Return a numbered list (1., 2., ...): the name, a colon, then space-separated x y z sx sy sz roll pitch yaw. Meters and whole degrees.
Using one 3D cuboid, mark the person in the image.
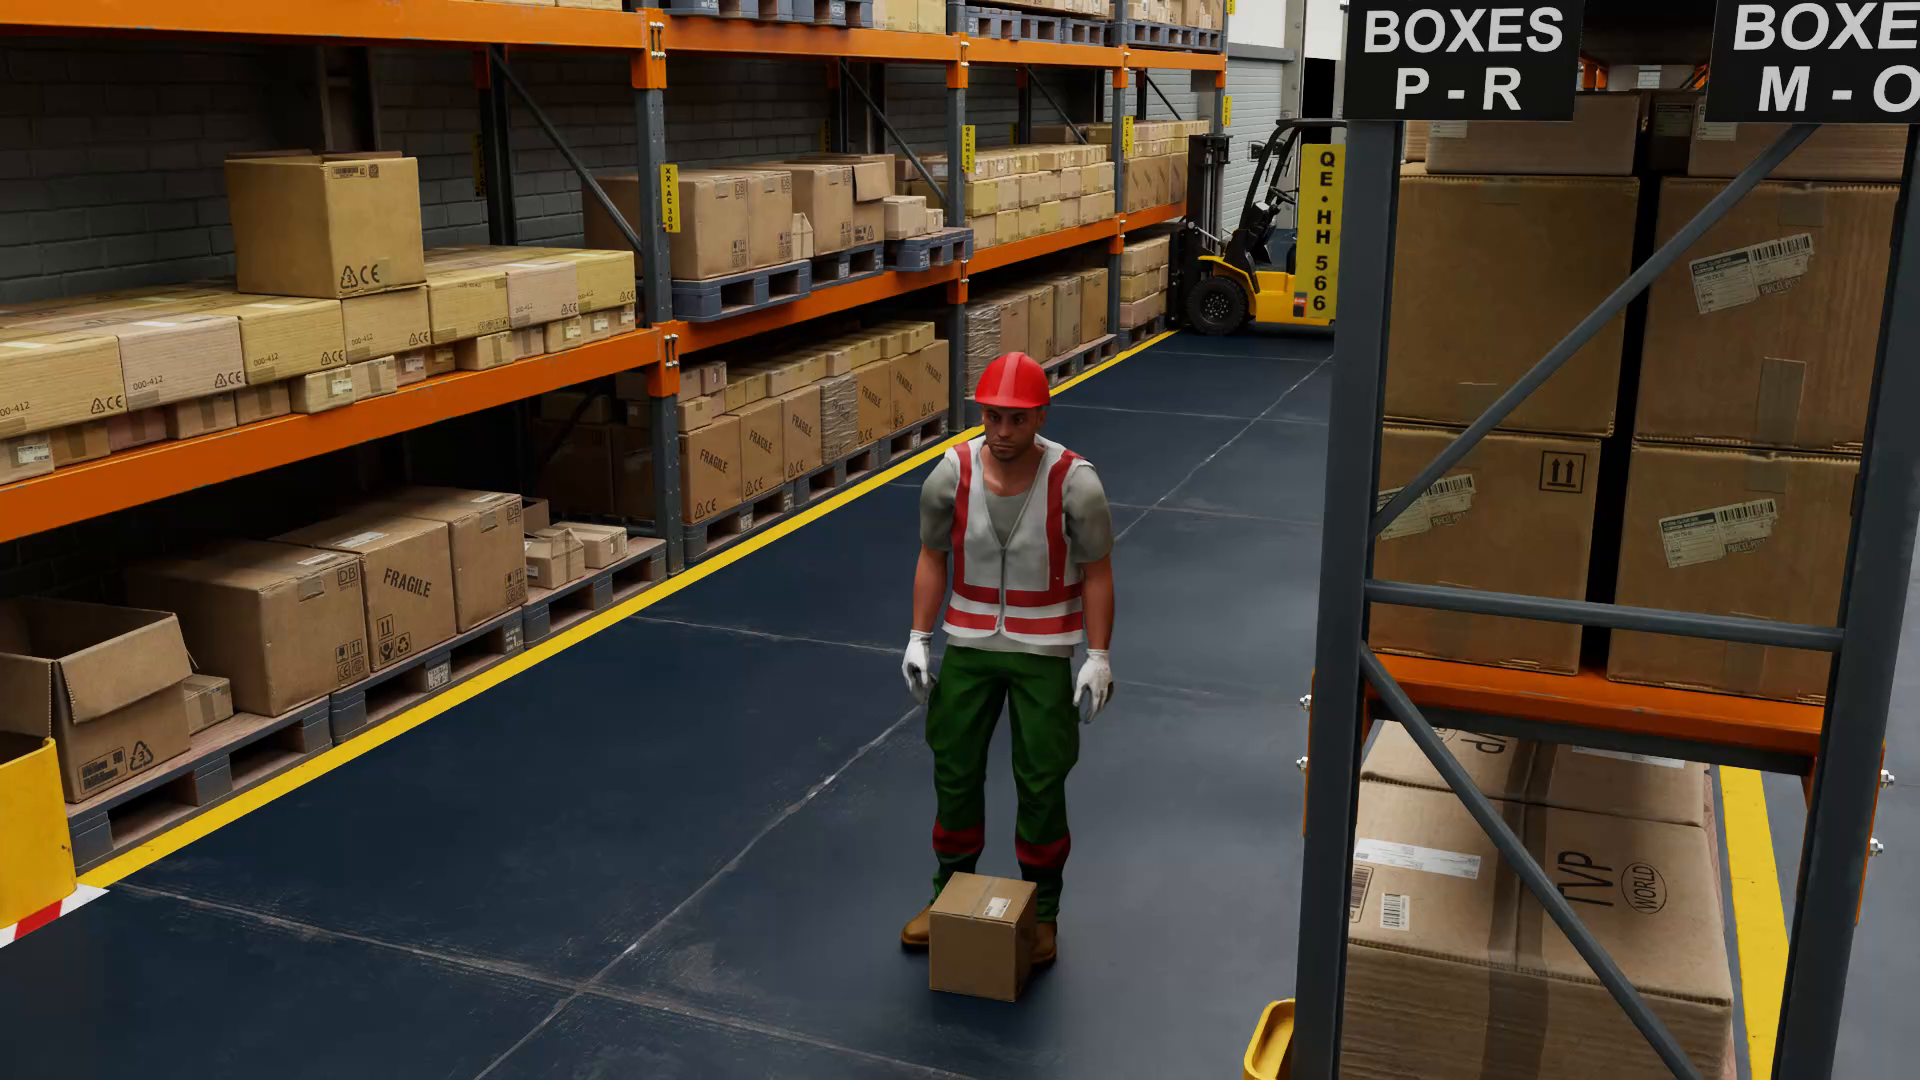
1. person: 0.137 0.338 4.753 0.619 1.779 0.450 4 16 16
